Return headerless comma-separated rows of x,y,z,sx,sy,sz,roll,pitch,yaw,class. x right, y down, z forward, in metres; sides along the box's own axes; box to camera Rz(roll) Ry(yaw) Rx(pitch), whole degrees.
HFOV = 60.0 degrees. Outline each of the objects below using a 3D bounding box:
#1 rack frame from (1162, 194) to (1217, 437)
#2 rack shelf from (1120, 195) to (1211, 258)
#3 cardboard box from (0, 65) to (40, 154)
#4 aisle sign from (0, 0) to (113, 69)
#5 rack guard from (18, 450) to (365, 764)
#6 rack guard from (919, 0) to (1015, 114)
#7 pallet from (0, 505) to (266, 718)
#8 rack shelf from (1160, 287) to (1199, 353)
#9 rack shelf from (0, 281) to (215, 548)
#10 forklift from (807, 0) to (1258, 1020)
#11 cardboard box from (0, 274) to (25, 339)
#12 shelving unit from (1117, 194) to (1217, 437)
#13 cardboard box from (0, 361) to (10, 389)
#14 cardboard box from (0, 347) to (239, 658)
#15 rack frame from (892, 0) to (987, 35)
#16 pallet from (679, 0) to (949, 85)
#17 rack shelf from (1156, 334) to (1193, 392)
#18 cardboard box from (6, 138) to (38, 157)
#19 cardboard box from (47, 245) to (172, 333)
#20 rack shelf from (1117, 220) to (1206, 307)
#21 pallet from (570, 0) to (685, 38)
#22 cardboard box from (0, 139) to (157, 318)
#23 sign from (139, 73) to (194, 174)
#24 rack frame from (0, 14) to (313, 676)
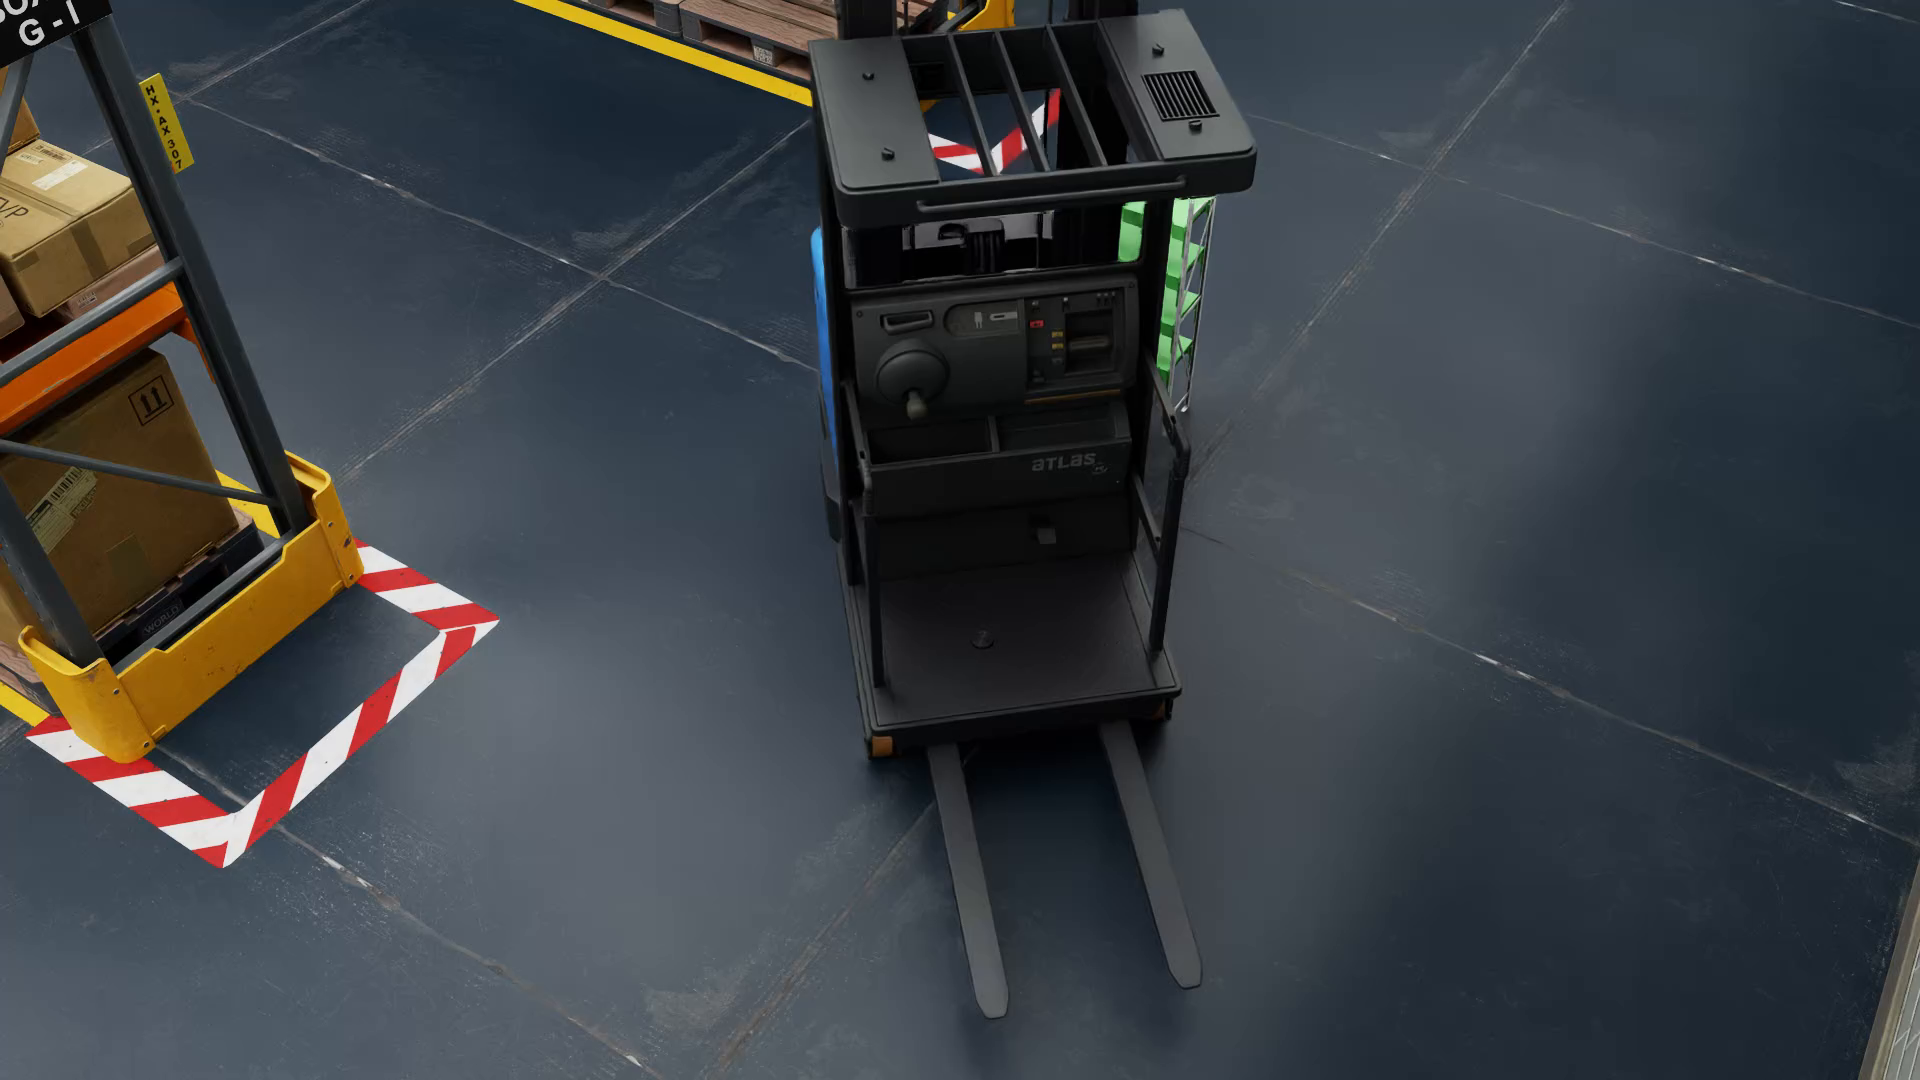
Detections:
0.941,-0.938,6.825,0.015,1.200,0.240,24,50,21,rack frame
0.733,-1.320,6.616,0.480,0.148,0.258,24,50,21,rack shelf
-3.508,-1.507,5.497,0.500,0.500,0.500,24,50,21,cardboard box
-2.606,-1.711,4.509,0.004,0.787,0.394,25,51,22,aisle sign
-2.809,0.228,6.180,0.348,0.500,1.175,25,51,22,rack guard
-0.128,-2.770,9.093,0.348,0.500,1.175,25,51,22,rack guard
-3.544,0.057,6.547,1.213,0.211,1.003,25,51,22,pallet
0.733,-0.985,6.960,0.480,0.148,0.258,24,50,21,rack shelf
-4.512,-1.176,6.303,4.000,0.370,1.077,25,51,22,rack shelf
0.159,-0.526,5.218,1.130,2.935,3.031,-7,46,-7,forklift
-3.380,-0.731,5.266,0.500,0.250,0.500,24,50,22,cardboard box
0.733,-1.030,6.914,0.503,1.200,0.258,24,50,21,shelving unit
-3.307,-0.504,5.323,0.250,0.149,0.380,26,51,23,cardboard box
-3.411,-0.258,6.097,0.875,0.875,0.875,25,51,22,cardboard box
-0.155,-3.642,8.198,0.127,3.000,1.000,25,51,22,rack frame
-0.828,-3.013,9.531,1.213,0.211,1.003,25,51,22,pallet
0.733,-0.818,7.132,0.480,0.148,0.258,24,50,21,rack shelf
-3.528,-1.250,5.770,0.500,0.250,0.500,24,51,22,cardboard box
-2.950,-0.901,5.709,0.250,0.149,0.380,25,51,23,cardboard box
0.733,-1.153,6.788,0.480,0.148,0.258,24,50,21,rack shelf
-1.851,-3.486,9.990,1.213,0.211,1.003,25,51,22,pallet
-3.087,-1.052,5.578,0.500,0.250,0.500,23,50,21,cardboard box
-2.524,-1.314,5.277,0.005,0.325,0.100,25,51,22,sign
-2.829,-0.652,5.292,0.127,3.000,1.000,25,51,22,rack frame
